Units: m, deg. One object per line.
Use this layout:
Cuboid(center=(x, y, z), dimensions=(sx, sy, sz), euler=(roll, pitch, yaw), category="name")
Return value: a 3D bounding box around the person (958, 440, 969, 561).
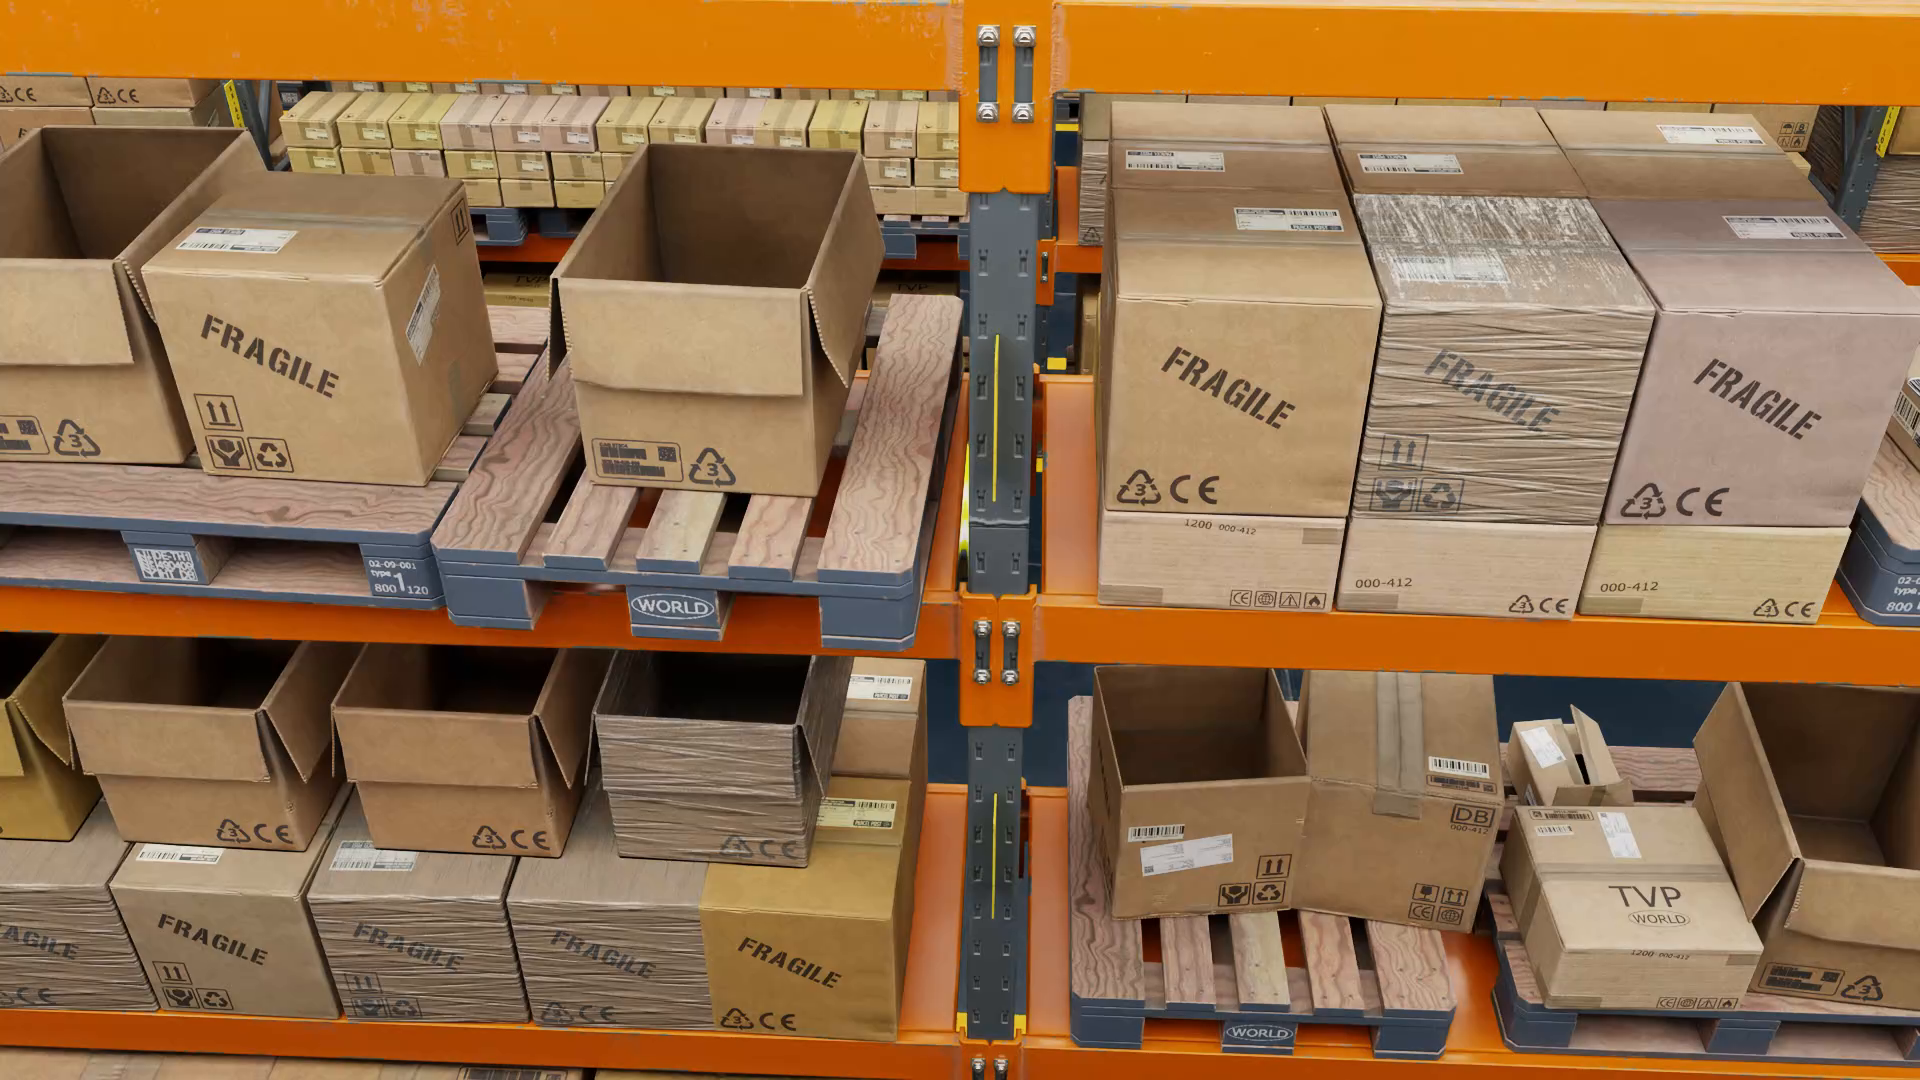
Cuboid(center=(-0.024, -0.060, 7.978), dimensions=(0.508, 0.876, 0.980), euler=(0, 35, 0), category="person")
